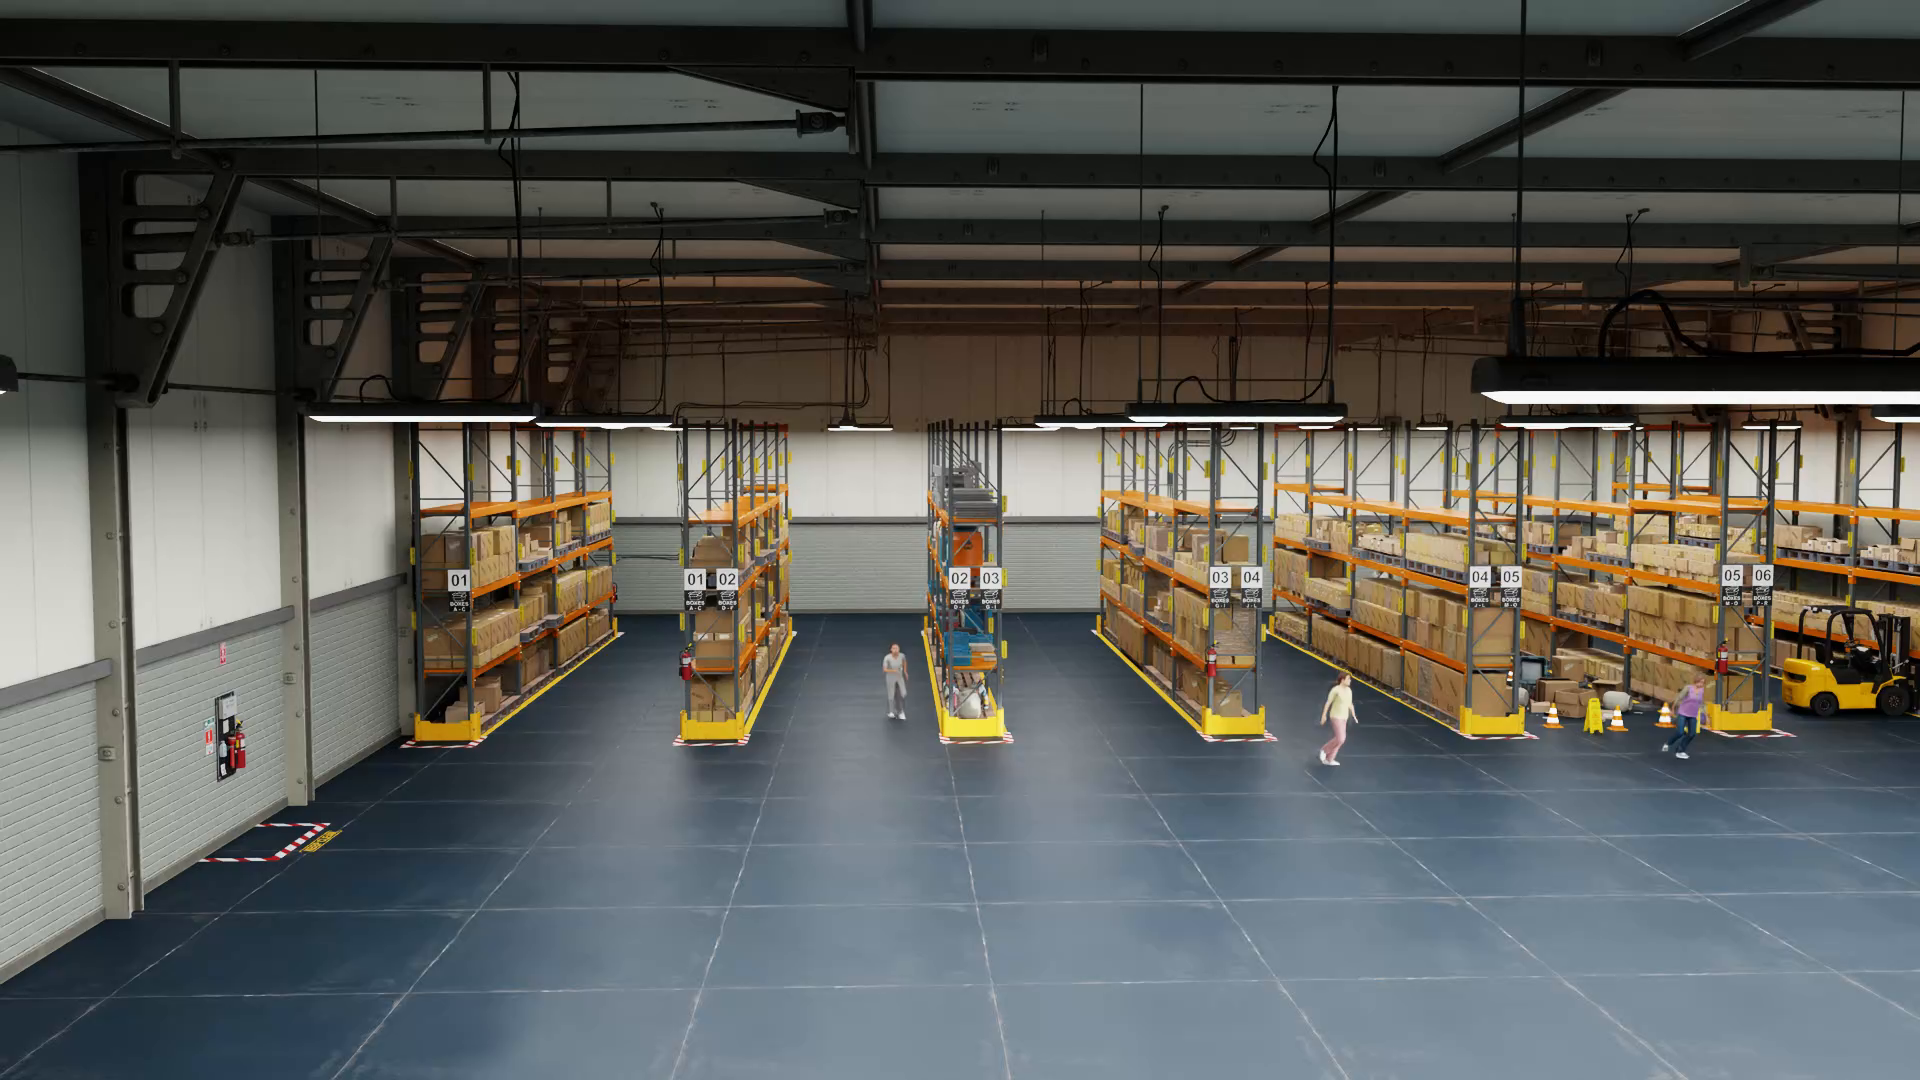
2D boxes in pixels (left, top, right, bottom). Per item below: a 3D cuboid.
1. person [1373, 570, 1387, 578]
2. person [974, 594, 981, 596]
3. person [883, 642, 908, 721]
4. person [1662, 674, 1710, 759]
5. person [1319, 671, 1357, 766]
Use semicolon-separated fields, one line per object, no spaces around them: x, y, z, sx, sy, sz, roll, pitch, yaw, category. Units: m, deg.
12.901;1.579;51.113;0.822;1.783;0.585;-2;4;-34;person
0.554;1.752;49.315;1.001;1.721;0.714;1;4;13;person
-1.281;2.803;33.084;0.562;1.592;0.924;-1;4;-14;person
12.764;3.084;29.238;0.667;1.521;0.607;-1;4;-12;person
6.495;3.071;28.614;0.577;1.641;0.515;-3;5;-40;person
